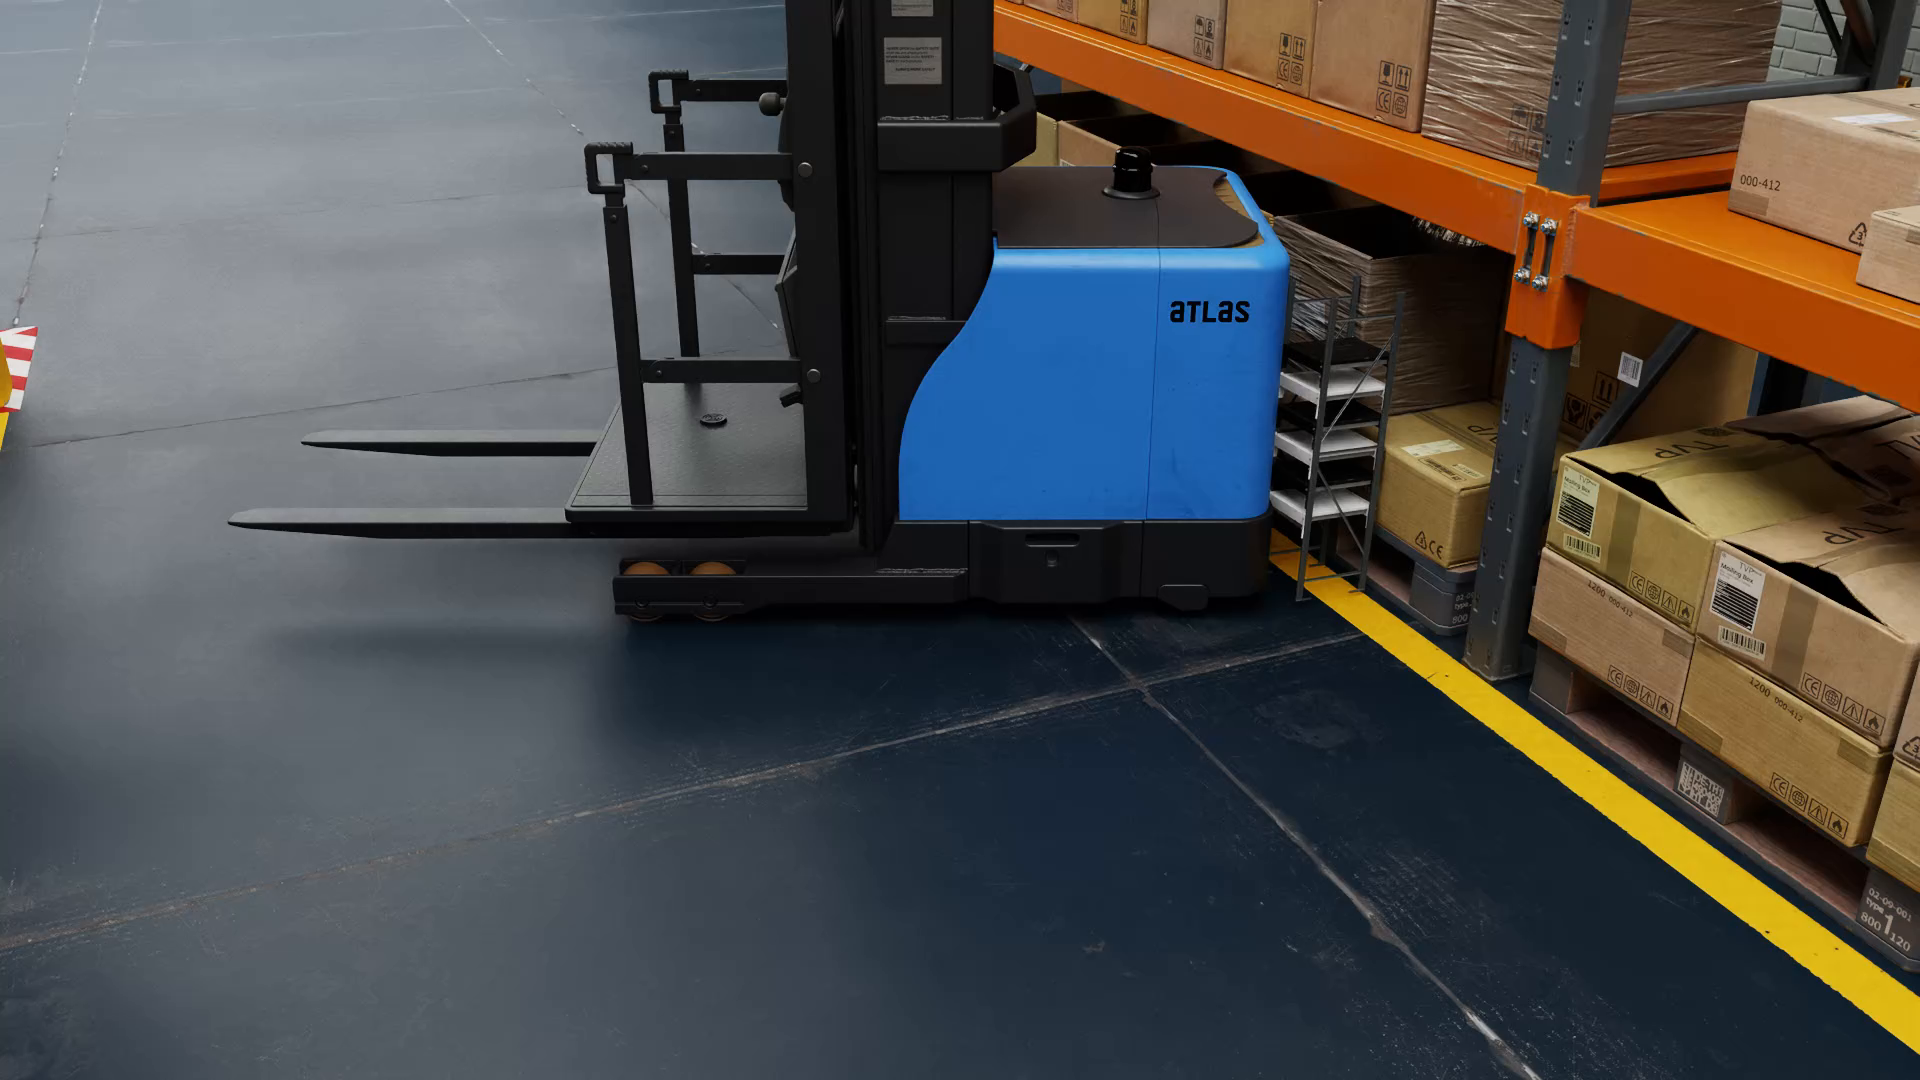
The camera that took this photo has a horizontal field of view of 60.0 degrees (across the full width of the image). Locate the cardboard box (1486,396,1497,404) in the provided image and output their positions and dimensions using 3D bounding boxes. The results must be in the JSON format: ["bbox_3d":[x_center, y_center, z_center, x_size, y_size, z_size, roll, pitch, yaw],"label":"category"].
[{"bbox_3d":[1.763,-0.464,5.438,0.500,0.250,0.500,-11,28,-21],"label":"cardboard box"}]

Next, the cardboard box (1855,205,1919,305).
[{"bbox_3d":[2.016,-0.563,3.272,0.380,0.149,0.250,-11,28,-21],"label":"cardboard box"}]

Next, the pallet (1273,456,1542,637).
[{"bbox_3d":[1.584,-0.144,5.305,1.003,0.211,1.213,-11,28,-21],"label":"pallet"}]

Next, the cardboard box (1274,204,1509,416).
[{"bbox_3d":[1.289,-0.713,5.092,0.500,0.500,0.500,-11,28,-21],"label":"cardboard box"}]

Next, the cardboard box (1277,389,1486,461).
[{"bbox_3d":[1.287,-0.376,5.256,0.500,0.250,0.500,-11,28,-21],"label":"cardboard box"}]

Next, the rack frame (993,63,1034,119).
[{"bbox_3d":[0.290,-2.684,7.328,1.000,3.000,0.127,-11,28,-21],"label":"rack frame"}]

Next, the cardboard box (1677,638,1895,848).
[{"bbox_3d":[1.986,0.390,3.688,0.500,0.250,0.500,-10,28,-19],"label":"cardboard box"}]

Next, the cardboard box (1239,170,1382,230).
[{"bbox_3d":[1.090,-0.914,5.504,0.500,0.500,0.500,-11,28,-21],"label":"cardboard box"}]

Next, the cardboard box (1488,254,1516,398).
[{"bbox_3d":[1.760,-0.801,5.272,0.500,0.500,0.500,-11,28,-21],"label":"cardboard box"}]

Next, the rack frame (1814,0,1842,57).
[{"bbox_3d":[4.847,-3.537,9.075,1.000,3.000,0.127,-11,28,-21],"label":"rack frame"}]

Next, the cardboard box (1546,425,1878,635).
[{"bbox_3d":[1.789,-0.065,3.980,0.500,0.311,0.500,-10,28,-20],"label":"cardboard box"}]

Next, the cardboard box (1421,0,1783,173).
[{"bbox_3d":[1.677,-1.292,4.364,0.700,0.500,0.500,-11,28,-22],"label":"cardboard box"}]

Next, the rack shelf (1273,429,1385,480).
[{"bbox_3d":[1.057,-0.257,4.798,0.258,0.077,0.200,-8,25,-22],"label":"rack shelf"}]

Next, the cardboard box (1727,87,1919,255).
[{"bbox_3d":[2.090,-0.811,3.662,0.500,0.250,0.500,-9,27,-17],"label":"cardboard box"}]

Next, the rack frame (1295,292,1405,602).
[{"bbox_3d":[1.098,-0.251,4.700,0.240,0.900,0.006,-8,25,-22],"label":"rack frame"}]

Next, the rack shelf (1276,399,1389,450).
[{"bbox_3d":[1.060,-0.340,4.764,0.258,0.077,0.200,-8,25,-22],"label":"rack shelf"}]

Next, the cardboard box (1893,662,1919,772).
[{"bbox_3d":[2.184,0.347,3.137,0.500,0.311,0.500,-12,28,-22],"label":"cardboard box"}]

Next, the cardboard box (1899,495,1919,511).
[{"bbox_3d":[2.489,0.049,3.747,0.500,0.311,0.500,-10,28,-19],"label":"cardboard box"}]

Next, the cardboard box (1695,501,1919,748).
[{"bbox_3d":[1.980,0.138,3.564,0.500,0.311,0.500,-11,28,-21],"label":"cardboard box"}]

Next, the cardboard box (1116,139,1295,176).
[{"bbox_3d":[0.880,-1.113,5.912,0.500,0.500,0.500,-11,28,-21],"label":"cardboard box"}]

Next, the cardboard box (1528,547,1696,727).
[{"bbox_3d":[1.787,0.183,4.111,0.500,0.250,0.500,-11,28,-22],"label":"cardboard box"}]

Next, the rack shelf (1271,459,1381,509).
[{"bbox_3d":[1.054,-0.174,4.833,0.258,0.077,0.200,-8,25,-22],"label":"rack shelf"}]

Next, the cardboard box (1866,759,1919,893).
[{"bbox_3d":[2.191,0.598,3.261,0.500,0.250,0.500,-11,28,-22],"label":"cardboard box"}]

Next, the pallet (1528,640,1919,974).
[{"bbox_3d":[2.181,0.475,4.037,1.003,0.211,1.213,-11,28,-21],"label":"pallet"}]

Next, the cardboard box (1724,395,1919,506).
[{"bbox_3d":[2.279,-0.160,4.175,0.500,0.311,0.500,-11,28,-21],"label":"cardboard box"}]

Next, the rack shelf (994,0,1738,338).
[{"bbox_3d":[1.073,-1.553,5.833,1.077,0.370,4.000,-11,28,-21],"label":"rack shelf"}]

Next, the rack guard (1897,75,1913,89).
[{"bbox_3d":[4.876,-2.383,9.560,1.175,0.500,0.348,-11,28,-21],"label":"rack guard"}]

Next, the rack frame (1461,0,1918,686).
[{"bbox_3d":[1.857,-1.069,4.021,1.000,3.000,0.127,-11,28,-21],"label":"rack frame"}]

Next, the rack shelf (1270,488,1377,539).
[{"bbox_3d":[1.051,-0.091,4.868,0.258,0.077,0.200,-8,25,-22],"label":"rack shelf"}]

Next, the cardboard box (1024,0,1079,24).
[{"bbox_3d":[0.671,-2.327,6.483,0.700,0.500,0.500,-10,28,-19],"label":"cardboard box"}]

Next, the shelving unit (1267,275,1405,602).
[{"bbox_3d":[1.058,-0.288,4.786,0.258,0.900,0.210,-8,25,-22],"label":"shelving unit"}]

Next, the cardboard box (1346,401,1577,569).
[{"bbox_3d":[1.474,-0.172,4.839,0.500,0.250,0.500,-11,28,-21],"label":"cardboard box"}]

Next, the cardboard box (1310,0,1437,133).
[{"bbox_3d":[1.465,-1.504,4.798,0.700,0.500,0.500,-11,28,-21],"label":"cardboard box"}]

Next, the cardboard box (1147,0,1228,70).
[{"bbox_3d":[1.070,-1.914,5.637,0.700,0.500,0.500,-10,28,-19],"label":"cardboard box"}]

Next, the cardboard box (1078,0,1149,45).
[{"bbox_3d":[0.860,-2.126,6.071,0.700,0.500,0.500,-10,28,-20],"label":"cardboard box"}]

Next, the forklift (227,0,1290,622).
[{"bbox_3d":[-0.625,-1.316,4.605,3.031,2.935,1.130,0,26,0],"label":"forklift"}]

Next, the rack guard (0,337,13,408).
[{"bbox_3d":[-4.196,-0.689,6.091,1.175,0.500,0.348,-11,28,-21],"label":"rack guard"}]

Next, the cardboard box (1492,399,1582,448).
[{"bbox_3d":[1.954,-0.262,5.022,0.500,0.250,0.500,-11,28,-21],"label":"cardboard box"}]

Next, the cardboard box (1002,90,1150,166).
[{"bbox_3d":[0.493,-1.518,6.741,0.500,0.500,0.500,-11,28,-21],"label":"cardboard box"}]

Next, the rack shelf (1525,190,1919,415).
[{"bbox_3d":[2.640,0.061,2.525,1.077,0.370,4.000,-11,28,-21],"label":"rack shelf"}]

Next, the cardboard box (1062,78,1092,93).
[{"bbox_3d":[0.774,-1.809,7.336,0.500,0.500,0.500,-11,28,-21],"label":"cardboard box"}]

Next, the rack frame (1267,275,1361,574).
[{"bbox_3d":[1.018,-0.325,4.871,0.240,0.900,0.006,-8,25,-22],"label":"rack frame"}]

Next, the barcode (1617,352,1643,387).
[{"bbox_3d":[1.573,-0.401,3.905,0.001,0.075,0.075,-11,28,-21],"label":"barcode"}]

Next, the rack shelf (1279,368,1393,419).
[{"bbox_3d":[1.063,-0.423,4.729,0.258,0.077,0.200,-8,25,-22],"label":"rack shelf"}]

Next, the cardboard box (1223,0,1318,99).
[{"bbox_3d":[1.272,-1.707,5.214,0.700,0.500,0.500,-10,28,-20],"label":"cardboard box"}]

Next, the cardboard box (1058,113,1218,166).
[{"bbox_3d":[0.701,-1.318,6.332,0.500,0.500,0.500,-11,28,-21],"label":"cardboard box"}]

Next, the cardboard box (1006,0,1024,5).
[{"bbox_3d":[0.461,-2.538,6.916,0.700,0.500,0.500,-11,28,-21],"label":"cardboard box"}]

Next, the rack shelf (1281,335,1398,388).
[{"bbox_3d":[1.065,-0.506,4.694,0.258,0.077,0.200,-8,25,-22],"label":"rack shelf"}]

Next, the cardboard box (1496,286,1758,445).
[{"bbox_3d":[1.963,-0.600,4.861,0.500,0.500,0.500,-11,28,-21],"label":"cardboard box"}]
